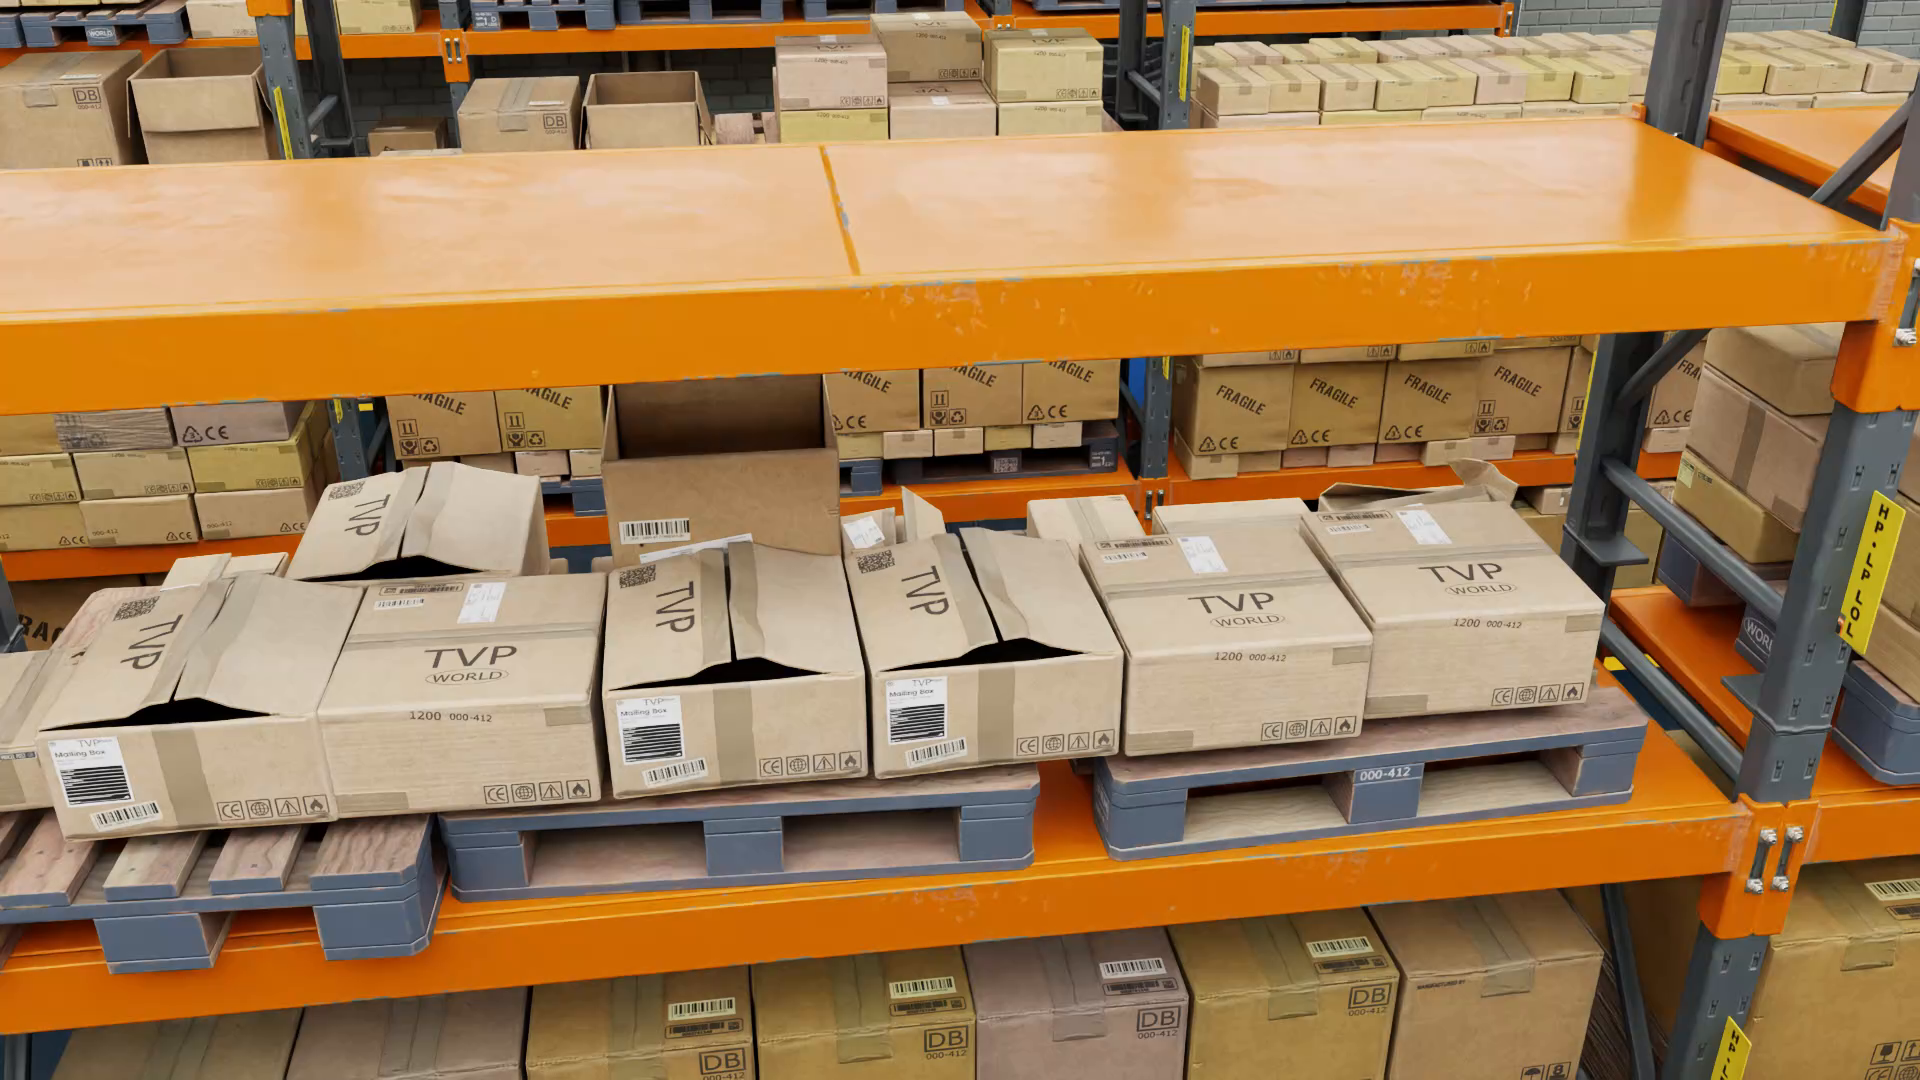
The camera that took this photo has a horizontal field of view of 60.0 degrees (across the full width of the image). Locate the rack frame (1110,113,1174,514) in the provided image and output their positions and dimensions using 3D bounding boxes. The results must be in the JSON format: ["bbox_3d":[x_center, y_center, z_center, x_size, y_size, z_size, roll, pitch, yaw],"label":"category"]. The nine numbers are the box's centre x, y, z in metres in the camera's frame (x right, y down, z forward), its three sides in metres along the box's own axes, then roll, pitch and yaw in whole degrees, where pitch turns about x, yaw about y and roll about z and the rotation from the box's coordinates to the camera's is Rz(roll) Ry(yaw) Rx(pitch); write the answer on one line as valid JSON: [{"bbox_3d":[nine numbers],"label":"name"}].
[{"bbox_3d":[0.950,-0.705,9.042,0.127,3.000,1.000,-4,27,-7],"label":"rack frame"}]

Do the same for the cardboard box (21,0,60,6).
[{"bbox_3d":[-6.305,-3.800,11.492,0.250,0.149,0.380,-4,27,-8],"label":"cardboard box"}]

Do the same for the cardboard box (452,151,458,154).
[{"bbox_3d":[-2.422,-1.685,7.813,0.258,0.266,0.396,-4,27,-7],"label":"cardboard box"}]

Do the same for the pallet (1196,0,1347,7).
[{"bbox_3d":[2.301,-4.386,13.027,1.213,0.211,1.003,-4,27,-7],"label":"pallet"}]

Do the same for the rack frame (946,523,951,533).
[{"bbox_3d":[-0.076,-0.529,10.669,0.006,1.200,0.240,-4,27,-7],"label":"rack frame"}]

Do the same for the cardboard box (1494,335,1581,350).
[{"bbox_3d":[2.930,-1.374,8.813,0.500,0.500,0.700,-4,27,-7],"label":"cardboard box"}]

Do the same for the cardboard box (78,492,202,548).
[{"bbox_3d":[-3.979,-0.195,8.211,0.500,0.250,0.500,-3,27,-6],"label":"cardboard box"}]

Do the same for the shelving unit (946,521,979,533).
[{"bbox_3d":[0.014,-0.535,10.680,0.189,1.200,0.258,-4,27,-7],"label":"shelving unit"}]

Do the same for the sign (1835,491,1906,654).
[{"bbox_3d":[1.825,0.066,3.341,0.005,0.325,0.100,-4,27,-7],"label":"sign"}]

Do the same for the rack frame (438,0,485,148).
[{"bbox_3d":[-3.706,-2.695,12.918,0.127,3.000,1.000,-4,27,-7],"label":"rack frame"}]

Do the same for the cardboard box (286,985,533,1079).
[{"bbox_3d":[-1.275,1.234,4.057,0.500,0.500,0.700,-4,27,-8],"label":"cardboard box"}]

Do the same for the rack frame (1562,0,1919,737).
[{"bbox_3d":[1.740,-1.143,3.323,0.127,3.000,1.000,-4,27,-7],"label":"rack frame"}]

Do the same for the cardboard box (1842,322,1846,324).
[{"bbox_3d":[2.308,-0.466,4.122,0.250,0.149,0.380,-4,27,-7],"label":"cardboard box"}]

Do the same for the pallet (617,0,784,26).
[{"bbox_3d":[-1.939,-4.101,12.581,1.213,0.211,1.003,-2,27,-5],"label":"pallet"}]

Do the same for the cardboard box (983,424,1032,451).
[{"bbox_3d":[0.215,-0.614,8.679,0.250,0.149,0.380,-4,28,-9],"label":"cardboard box"}]

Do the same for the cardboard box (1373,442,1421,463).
[{"bbox_3d":[2.318,-0.570,9.053,0.250,0.149,0.380,-4,27,-7],"label":"cardboard box"}]

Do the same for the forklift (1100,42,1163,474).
[{"bbox_3d":[1.208,-2.157,11.946,1.130,2.935,3.031,17,32,30],"label":"forklift"}]

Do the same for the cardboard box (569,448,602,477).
[{"bbox_3d":[-1.826,-0.470,8.398,0.250,0.149,0.380,-4,27,-7],"label":"cardboard box"}]

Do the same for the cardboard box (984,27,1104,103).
[{"bbox_3d":[0.394,-2.288,7.997,0.500,0.250,0.500,-3,27,-6],"label":"cardboard box"}]

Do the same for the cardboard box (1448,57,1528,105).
[{"bbox_3d":[2.590,-2.263,8.193,0.250,0.149,0.380,-4,27,-8],"label":"cardboard box"}]

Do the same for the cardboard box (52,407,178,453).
[{"bbox_3d":[-3.993,-0.753,7.929,0.500,0.500,0.500,-3,27,-6],"label":"cardboard box"}]

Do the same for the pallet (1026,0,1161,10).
[{"bbox_3d":[1.096,-4.310,12.878,1.213,0.211,1.003,-4,27,-7],"label":"pallet"}]

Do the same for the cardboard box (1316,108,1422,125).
[{"bbox_3d":[1.933,-2.047,8.209,0.500,0.250,0.500,-4,27,-8],"label":"cardboard box"}]

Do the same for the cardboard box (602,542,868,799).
[{"bbox_3d":[-0.469,0.243,3.436,0.500,0.311,0.500,-4,27,-8],"label":"cardboard box"}]

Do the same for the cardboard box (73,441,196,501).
[{"bbox_3d":[-3.962,-0.427,8.115,0.500,0.250,0.500,-4,27,-8],"label":"cardboard box"}]

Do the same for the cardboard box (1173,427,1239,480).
[{"bbox_3d":[1.307,-0.469,8.855,0.250,0.149,0.380,-4,27,-7],"label":"cardboard box"}]

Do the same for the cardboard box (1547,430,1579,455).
[{"bbox_3d":[3.314,-0.615,9.140,0.250,0.149,0.380,-4,27,-8],"label":"cardboard box"}]

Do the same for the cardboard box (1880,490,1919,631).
[{"bbox_3d":[2.263,-0.010,3.670,0.500,0.250,0.500,-4,27,-7],"label":"cardboard box"}]

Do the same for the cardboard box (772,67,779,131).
[{"bbox_3d":[-0.682,-2.229,8.430,0.500,0.250,0.500,-4,27,-8],"label":"cardboard box"}]

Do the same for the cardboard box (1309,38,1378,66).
[{"bbox_3d":[1.989,-2.505,8.665,0.250,0.149,0.380,-3,27,-6],"label":"cardboard box"}]

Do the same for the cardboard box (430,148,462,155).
[{"bbox_3d":[-2.483,-1.808,8.180,0.250,0.149,0.380,-4,27,-7],"label":"cardboard box"}]

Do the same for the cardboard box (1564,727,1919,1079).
[{"bbox_3d":[2.110,0.971,4.428,0.550,0.550,0.875,-4,27,-7],"label":"cardboard box"}]

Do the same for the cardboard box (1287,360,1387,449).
[{"bbox_3d":[1.919,-0.827,8.843,0.500,0.500,0.500,-4,27,-7],"label":"cardboard box"}]

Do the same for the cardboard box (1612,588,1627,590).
[{"bbox_3d":[3.634,0.279,9.675,0.500,0.250,0.500,-4,27,-7],"label":"cardboard box"}]

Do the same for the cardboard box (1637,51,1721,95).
[{"bbox_3d":[3.605,-2.354,8.370,0.250,0.149,0.380,-4,27,-7],"label":"cardboard box"}]

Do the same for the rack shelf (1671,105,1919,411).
[{"bbox_3d":[3.720,-0.772,3.827,4.000,0.370,1.077,-4,27,-7],"label":"rack shelf"}]

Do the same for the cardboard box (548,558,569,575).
[{"bbox_3d":[-2.450,0.500,9.111,0.625,0.372,0.950,-5,28,-11],"label":"cardboard box"}]

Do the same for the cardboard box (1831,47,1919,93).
[{"bbox_3d":[4.617,-2.382,8.426,0.250,0.149,0.380,-3,27,-7],"label":"cardboard box"}]

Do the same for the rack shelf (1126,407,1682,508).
[{"bbox_3d":[2.931,-0.513,9.454,4.000,0.370,1.077,-4,27,-7],"label":"rack shelf"}]

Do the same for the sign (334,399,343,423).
[{"bbox_3d":[-2.930,-0.715,7.793,0.005,0.325,0.100,-4,27,-7],"label":"sign"}]

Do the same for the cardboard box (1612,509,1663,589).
[{"bbox_3d":[3.638,-0.053,9.501,0.500,0.500,0.500,-3,27,-5],"label":"cardboard box"}]

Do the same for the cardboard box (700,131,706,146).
[{"bbox_3d":[-2.073,-3.002,12.697,0.250,0.149,0.380,-3,27,-6],"label":"cardboard box"}]

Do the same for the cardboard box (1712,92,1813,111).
[{"bbox_3d":[3.942,-2.180,8.469,0.500,0.250,0.500,-4,27,-8],"label":"cardboard box"}]

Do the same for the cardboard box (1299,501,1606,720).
[{"bbox_3d":[1.063,0.144,3.695,0.500,0.250,0.500,-3,27,-7],"label":"cardboard box"}]

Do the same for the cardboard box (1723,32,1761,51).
[{"bbox_3d":[4.027,-2.596,8.842,0.250,0.149,0.380,-4,27,-7],"label":"cardboard box"}]

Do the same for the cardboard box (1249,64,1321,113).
[{"bbox_3d":[1.561,-2.185,8.041,0.250,0.149,0.380,-3,27,-6],"label":"cardboard box"}]

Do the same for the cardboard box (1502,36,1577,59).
[{"bbox_3d":[3.020,-2.524,8.703,0.250,0.149,0.380,-3,27,-6],"label":"cardboard box"}]

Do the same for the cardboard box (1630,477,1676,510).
[{"bbox_3d":[3.800,-0.323,9.316,0.250,0.149,0.380,-3,27,-6],"label":"cardboard box"}]

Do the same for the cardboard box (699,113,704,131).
[{"bbox_3d":[-2.165,-3.278,13.236,0.250,0.149,0.380,-4,27,-8],"label":"cardboard box"}]

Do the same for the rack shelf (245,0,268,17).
[{"bbox_3d":[-4.991,-2.495,7.184,4.000,0.370,1.077,-4,27,-7],"label":"rack shelf"}]

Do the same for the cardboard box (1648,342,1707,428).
[{"bbox_3d":[3.916,-0.948,9.079,0.500,0.500,0.500,-4,27,-7],"label":"cardboard box"}]

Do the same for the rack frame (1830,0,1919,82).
[{"bbox_3d":[4.911,-3.629,8.168,0.127,3.000,1.000,-4,27,-7],"label":"rack frame"}]

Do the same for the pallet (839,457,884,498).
[{"bbox_3d":[-1.056,-0.510,8.871,1.213,0.211,1.003,-4,27,-7],"label":"pallet"}]

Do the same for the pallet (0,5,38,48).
[{"bbox_3d":[-7.011,-3.701,11.800,1.003,0.211,1.213,-4,27,-7],"label":"pallet"}]

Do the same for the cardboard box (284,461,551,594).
[{"bbox_3d":[-1.228,0.052,3.808,0.500,0.311,0.500,-4,27,-7],"label":"cardboard box"}]

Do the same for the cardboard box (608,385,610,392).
[{"bbox_3d":[-1.493,-0.812,8.354,0.500,0.500,0.500,-3,27,-6],"label":"cardboard box"}]

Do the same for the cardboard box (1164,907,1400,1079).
[{"bbox_3d":[0.740,1.104,4.310,0.500,0.500,0.700,-4,27,-8],"label":"cardboard box"}]

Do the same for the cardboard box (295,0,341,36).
[{"bbox_3d":[-4.678,-3.788,11.927,0.500,0.250,0.500,-4,27,-7],"label":"cardboard box"}]
